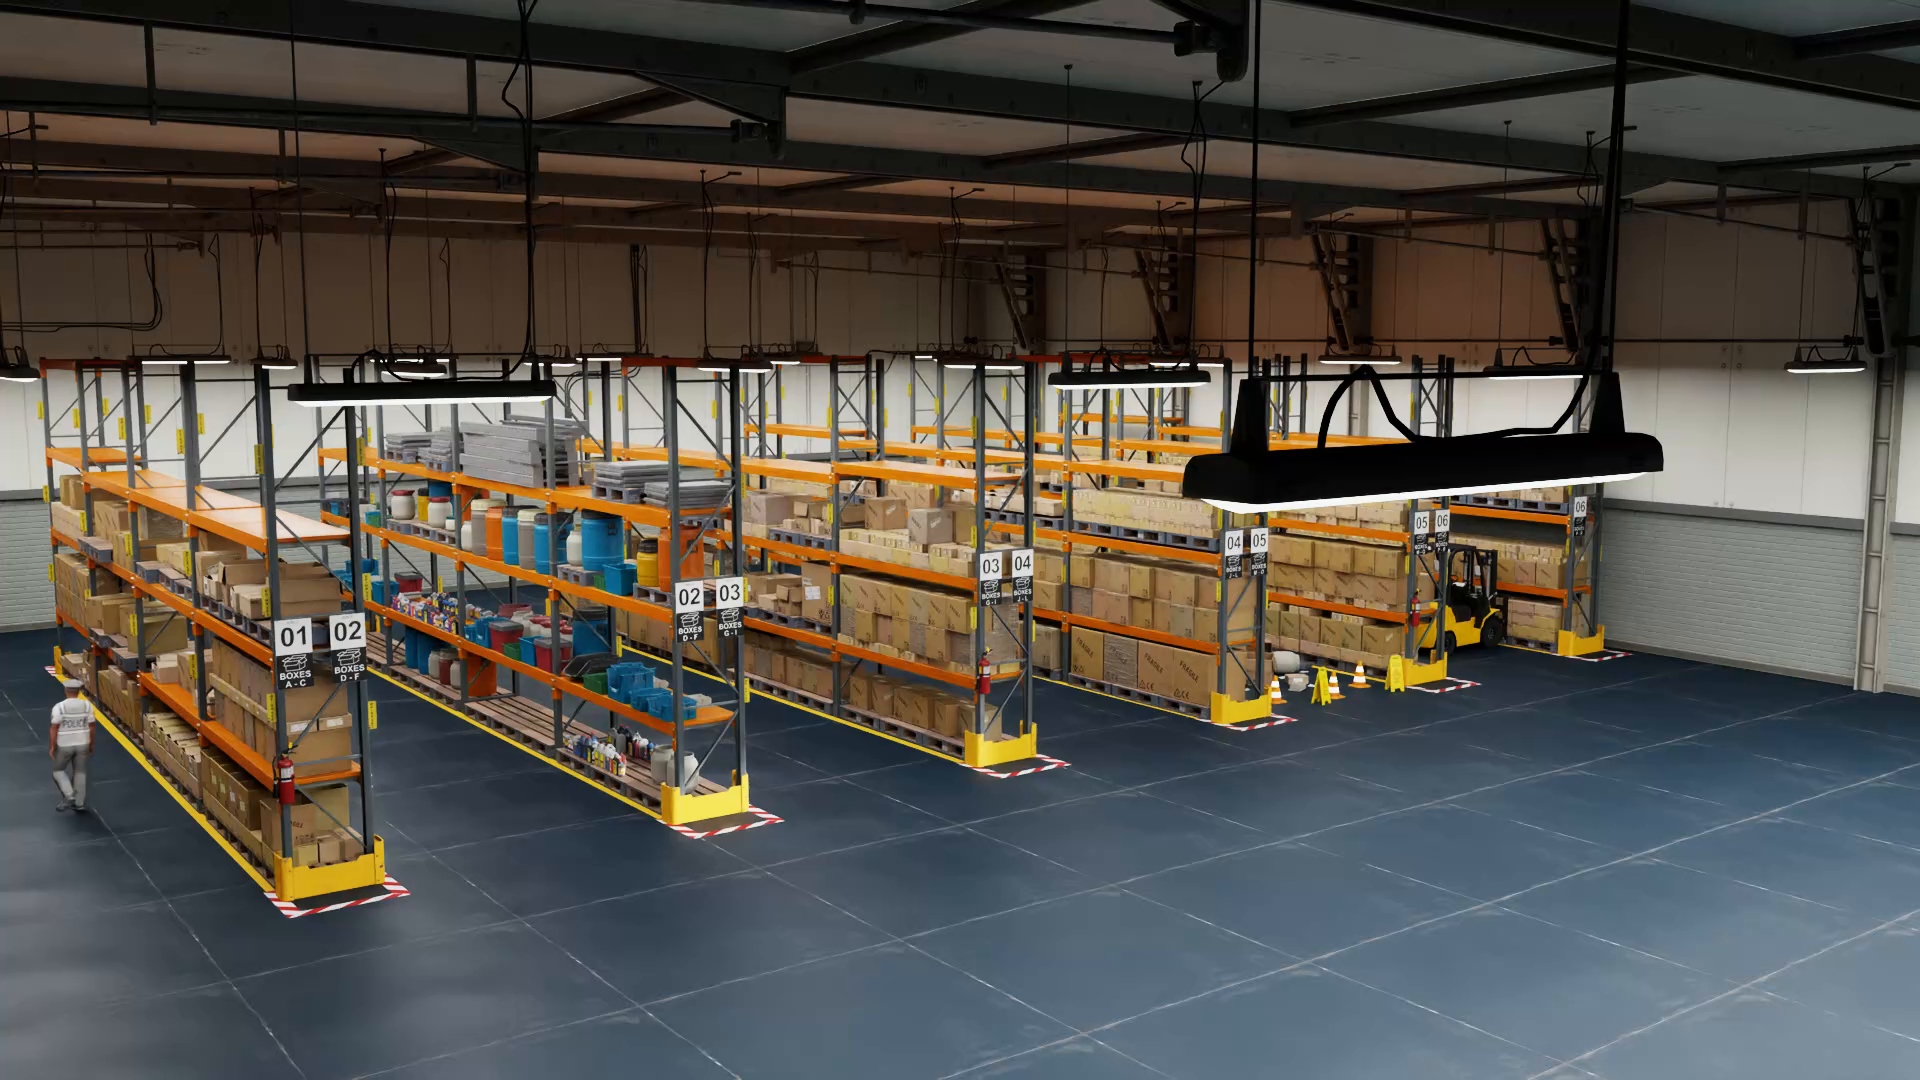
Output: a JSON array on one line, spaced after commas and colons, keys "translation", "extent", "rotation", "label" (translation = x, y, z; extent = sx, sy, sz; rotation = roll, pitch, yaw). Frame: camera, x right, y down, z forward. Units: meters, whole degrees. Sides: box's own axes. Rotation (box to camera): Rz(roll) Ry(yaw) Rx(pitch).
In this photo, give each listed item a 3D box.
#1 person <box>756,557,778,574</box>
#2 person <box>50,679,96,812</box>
[{"translation": [-4.812, 0.472, 41.948], "extent": [1.058, 1.623, 0.445], "rotation": [-5, 8, -34], "label": "person"}, {"translation": [-11.944, 2.769, 22.393], "extent": [0.579, 1.753, 0.447], "rotation": [-6, 9, -40], "label": "person"}]
